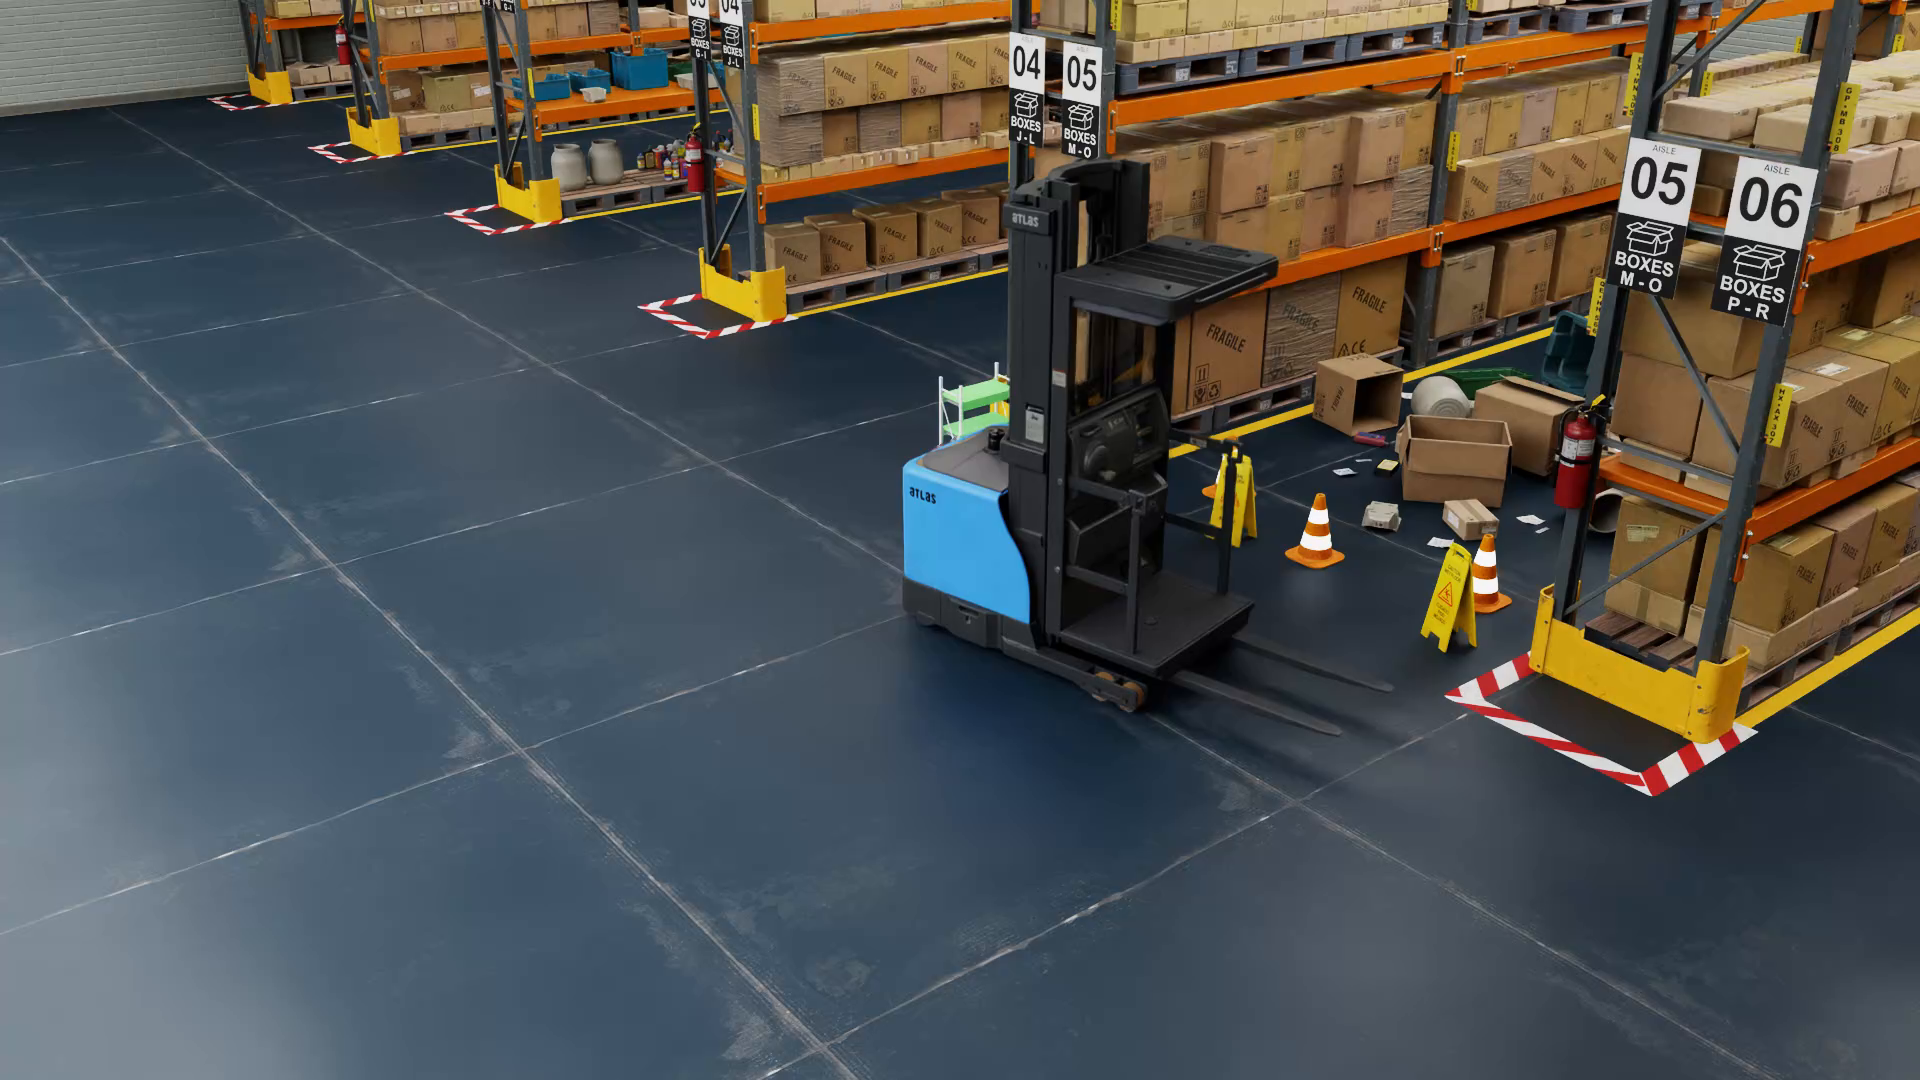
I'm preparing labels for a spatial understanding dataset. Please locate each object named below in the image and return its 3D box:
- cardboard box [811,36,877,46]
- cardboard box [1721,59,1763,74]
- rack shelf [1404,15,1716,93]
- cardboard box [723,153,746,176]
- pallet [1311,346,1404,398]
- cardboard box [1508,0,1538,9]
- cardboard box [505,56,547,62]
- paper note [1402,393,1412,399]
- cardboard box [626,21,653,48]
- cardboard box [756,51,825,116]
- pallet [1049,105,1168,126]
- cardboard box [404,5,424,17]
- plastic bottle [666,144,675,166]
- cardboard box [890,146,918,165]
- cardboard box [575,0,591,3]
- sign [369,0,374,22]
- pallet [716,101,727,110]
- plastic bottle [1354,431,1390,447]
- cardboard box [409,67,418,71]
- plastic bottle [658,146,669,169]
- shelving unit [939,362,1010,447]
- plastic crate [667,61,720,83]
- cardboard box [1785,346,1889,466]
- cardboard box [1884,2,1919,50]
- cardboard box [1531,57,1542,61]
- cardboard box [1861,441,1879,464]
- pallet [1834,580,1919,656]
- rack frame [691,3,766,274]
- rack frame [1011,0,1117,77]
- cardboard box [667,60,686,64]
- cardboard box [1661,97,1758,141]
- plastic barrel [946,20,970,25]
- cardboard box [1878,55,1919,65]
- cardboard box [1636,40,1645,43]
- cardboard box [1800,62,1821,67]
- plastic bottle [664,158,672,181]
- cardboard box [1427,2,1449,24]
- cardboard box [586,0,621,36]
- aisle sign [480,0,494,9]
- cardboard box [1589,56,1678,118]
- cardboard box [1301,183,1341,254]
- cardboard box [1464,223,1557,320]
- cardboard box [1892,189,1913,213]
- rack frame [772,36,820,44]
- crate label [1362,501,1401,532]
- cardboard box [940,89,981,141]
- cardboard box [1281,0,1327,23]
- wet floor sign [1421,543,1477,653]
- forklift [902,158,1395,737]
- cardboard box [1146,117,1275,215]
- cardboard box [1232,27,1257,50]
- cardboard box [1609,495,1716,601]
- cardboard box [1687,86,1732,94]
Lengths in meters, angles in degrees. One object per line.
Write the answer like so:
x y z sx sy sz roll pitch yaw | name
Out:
-1.186 -4.830 16.934 0.500 0.500 0.500 -18 31 -34 | cardboard box
8.761 -5.284 18.665 0.250 0.149 0.380 -19 31 -34 | cardboard box
5.451 -4.634 15.464 4.000 0.370 1.077 -18 31 -34 | rack shelf
-2.155 -3.739 16.542 0.250 0.149 0.380 -18 31 -34 | cardboard box
3.231 -1.644 15.042 1.213 0.211 1.003 -18 31 -34 | pallet
4.847 -4.750 14.540 0.380 0.149 0.250 -18 31 -34 | cardboard box
-6.559 -7.039 25.231 0.500 0.500 0.500 -18 31 -34 | cardboard box
3.907 -1.259 14.426 0.147 0.020 0.142 5 25 11 | paper note
-6.137 -9.478 31.055 0.500 0.500 0.700 -18 31 -34 | cardboard box
-1.650 -4.397 16.002 0.500 0.500 0.500 -18 31 -34 | cardboard box
1.587 -4.813 18.786 1.213 0.211 1.003 -18 31 -34 | pallet
-7.713 -7.433 23.313 0.250 0.149 0.380 -19 31 -35 | cardboard box
-3.809 -5.030 21.739 0.135 0.276 0.152 -19 31 -35 | plastic bottle
-0.640 -3.949 16.995 0.250 0.149 0.380 -18 31 -34 | cardboard box
-5.696 -8.098 24.746 0.250 0.149 0.380 -19 31 -35 | cardboard box
-8.023 -7.237 22.657 0.005 0.325 0.100 -18 31 -34 | sign
-3.697 -7.291 27.208 1.213 0.211 1.003 -18 31 -34 | pallet
3.339 -0.808 13.419 0.283 0.061 0.133 15 29 29 | plastic bottle
-9.544 -8.170 28.655 0.250 0.149 0.380 -21 32 -38 | cardboard box
-3.852 -4.963 21.584 0.133 0.283 0.061 -18 31 -34 | plastic bottle
0.130 -0.587 11.590 0.503 1.200 0.258 -18 31 -34 | shelving unit
-3.402 -6.035 21.443 0.662 0.188 0.450 -18 31 -34 | plastic crate
4.813 -0.775 9.384 0.500 0.500 0.500 -17 30 -33 | cardboard box
11.077 -5.969 19.387 0.500 0.500 0.500 -19 31 -36 | cardboard box
7.836 -6.749 23.027 0.250 0.149 0.380 -19 31 -36 | cardboard box
5.118 -0.575 9.724 0.250 0.149 0.380 -17 30 -33 | cardboard box
5.544 0.303 10.847 1.213 0.211 1.003 -18 31 -34 | pallet
-2.251 -3.711 16.182 0.127 3.000 1.000 -18 31 -34 | rack frame
0.730 -4.763 11.322 0.127 3.000 1.000 -18 31 -34 | rack frame
-4.338 -7.383 26.197 0.500 0.311 0.500 -19 31 -35 | cardboard box
3.948 -2.222 8.762 0.250 0.149 0.380 -18 30 -34 | cardboard box
-0.022 -7.033 23.208 0.421 0.512 0.421 0 25 0 | plastic barrel
5.775 -2.818 10.047 0.250 0.149 0.380 -19 31 -36 | cardboard box
9.859 -7.418 24.469 0.250 0.149 0.380 -18 30 -34 | cardboard box
9.562 -5.199 18.483 0.250 0.149 0.380 -19 31 -36 | cardboard box
-3.689 -4.681 20.992 0.097 0.271 0.097 0 25 0 | plastic bottle
3.788 -4.362 13.704 0.250 0.149 0.380 -18 31 -34 | cardboard box
-5.559 -7.960 25.220 0.500 0.500 0.700 -19 31 -35 | cardboard box
-5.548 -6.610 19.342 0.004 0.787 0.394 -18 31 -34 | aisle sign
6.666 -4.505 16.587 0.500 0.500 0.700 -18 31 -34 | cardboard box
2.678 -2.797 14.035 0.550 0.550 0.875 -18 31 -34 | cardboard box
5.072 -2.691 16.158 0.750 0.750 1.050 -18 31 -34 | cardboard box
4.886 -1.881 8.975 0.250 0.149 0.380 -18 31 -34 | cardboard box
-2.160 -6.391 21.957 0.127 3.000 1.000 -18 31 -34 | rack frame
3.034 -0.173 11.959 0.250 0.136 0.298 10 27 20 | crate label
-0.242 -4.552 17.523 0.500 0.500 0.875 -18 31 -34 | cardboard box
2.459 -4.139 12.748 0.500 0.250 0.500 -18 31 -34 | cardboard box
3.054 0.335 10.262 0.232 0.644 0.267 -8 26 -16 | wet floor sign
1.087 -0.588 9.536 3.031 2.935 1.130 19 31 35 | forklift
1.946 -2.957 13.097 0.550 0.550 0.875 -18 31 -34 | cardboard box
1.992 -3.769 12.426 0.250 0.149 0.380 -18 30 -34 | cardboard box
4.333 -0.006 10.076 0.500 0.500 0.500 -18 30 -34 | cardboard box
7.718 -4.592 17.175 0.250 0.149 0.380 -19 31 -35 | cardboard box
